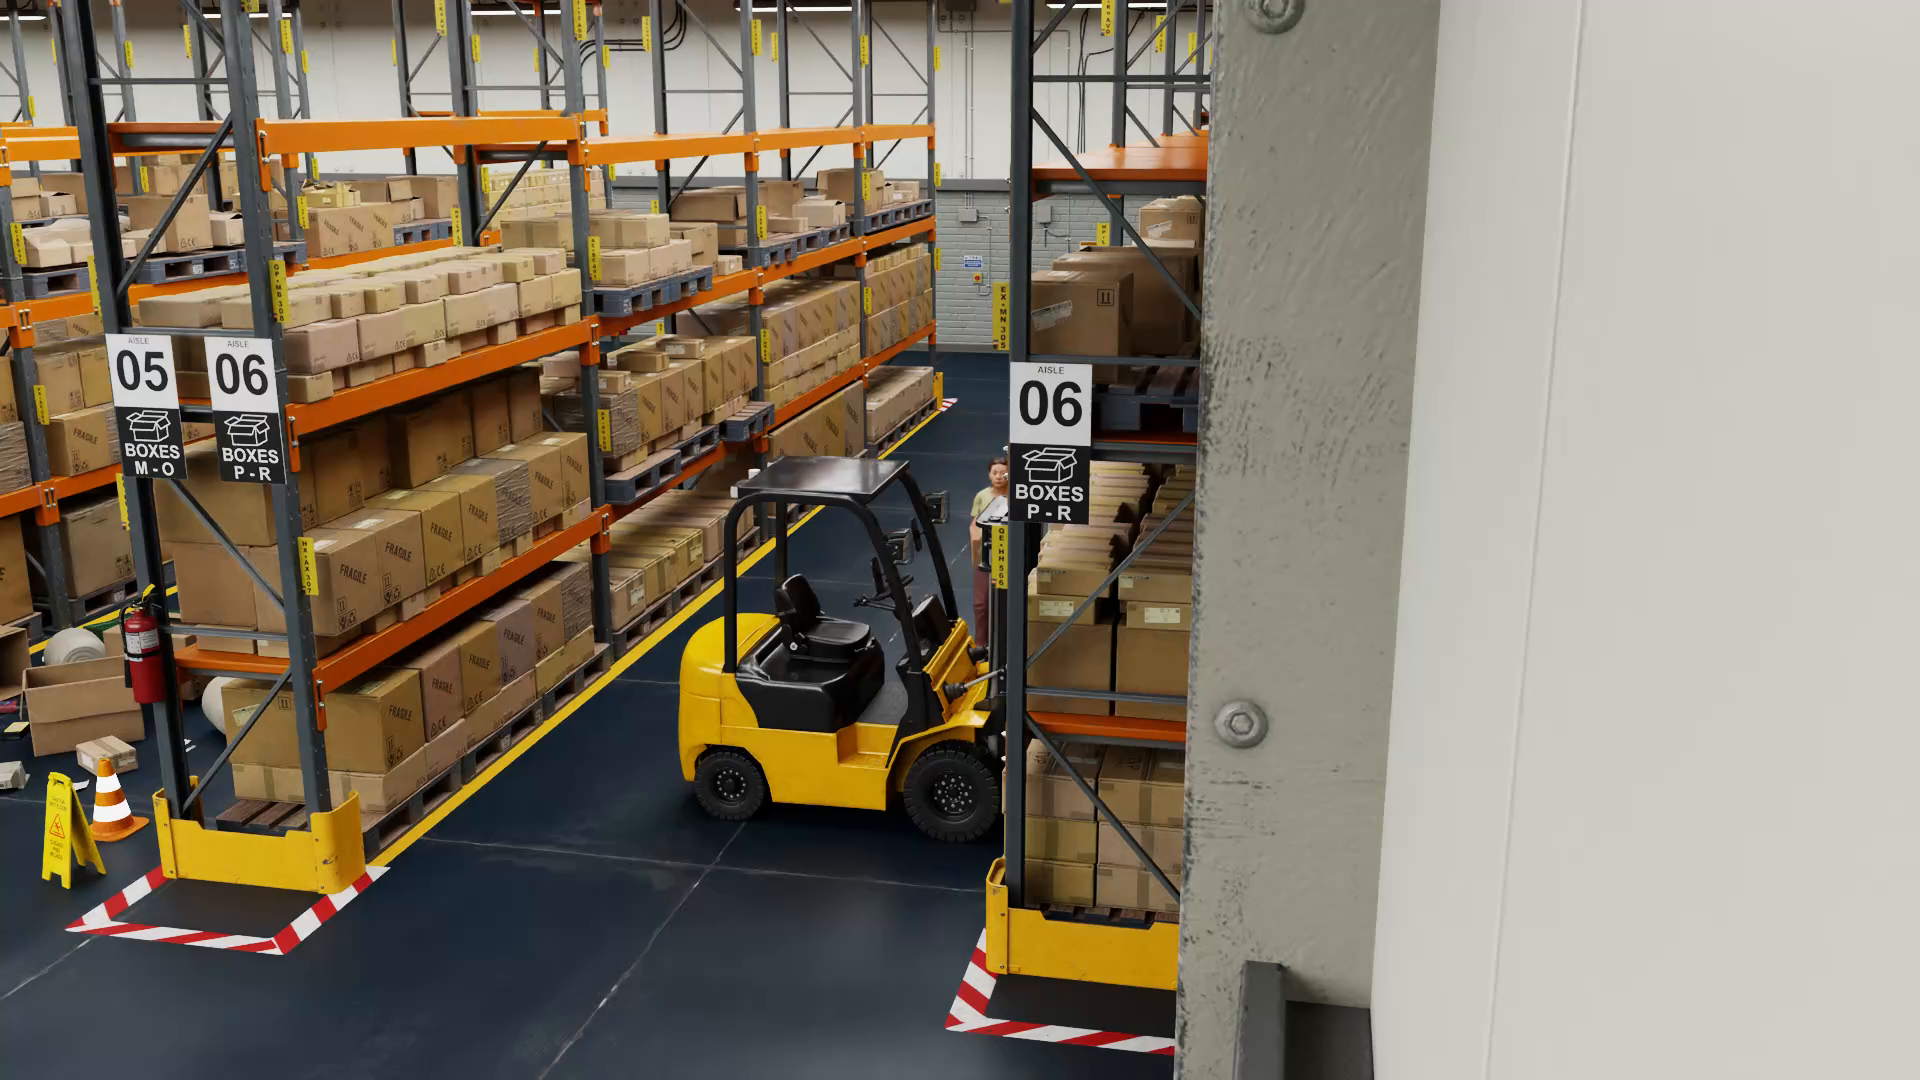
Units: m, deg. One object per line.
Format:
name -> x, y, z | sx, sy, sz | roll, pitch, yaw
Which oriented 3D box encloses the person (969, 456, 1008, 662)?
person -> 0.291, 0.169, 13.372 | 0.452, 1.672, 0.523 | 3, 15, 11
